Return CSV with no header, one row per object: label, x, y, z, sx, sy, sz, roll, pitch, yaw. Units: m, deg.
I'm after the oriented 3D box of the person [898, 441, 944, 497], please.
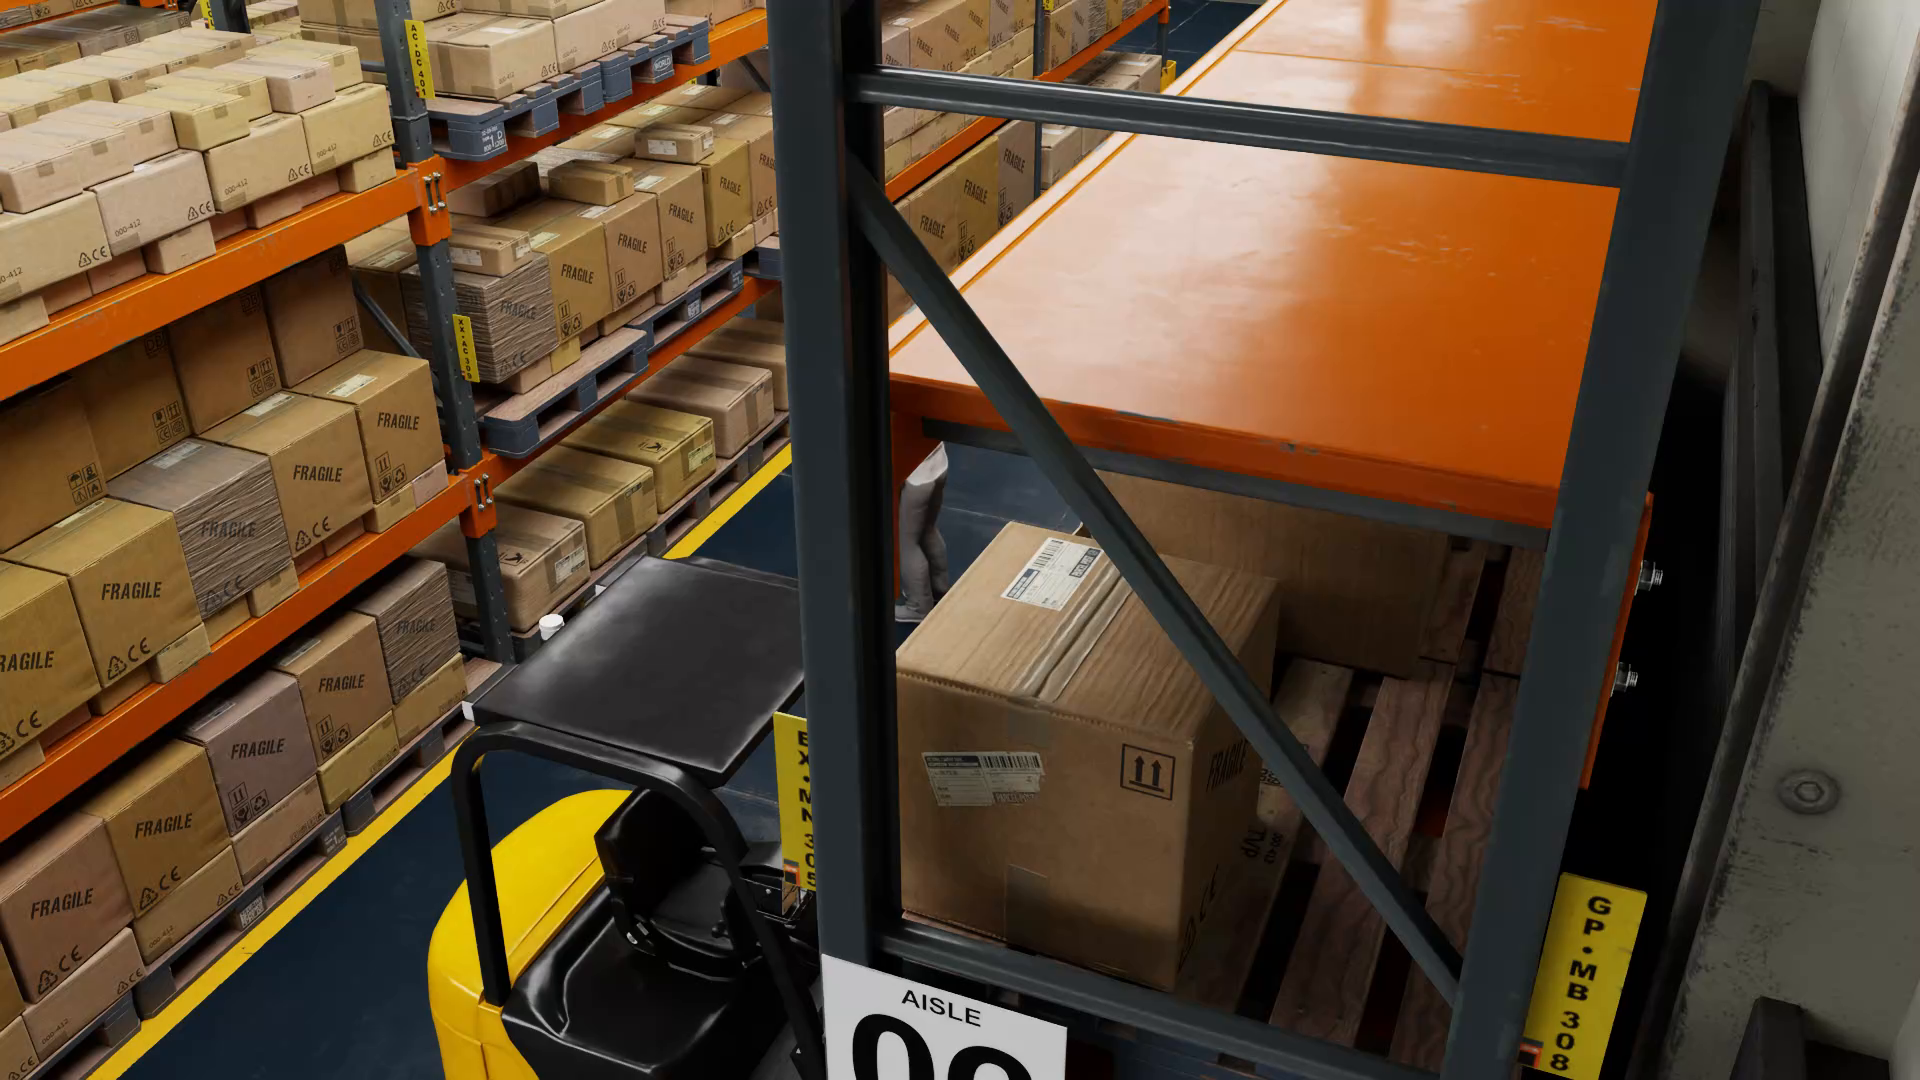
person,-0.242,-0.608,8.784,0.318,0.984,0.434,12,32,20
